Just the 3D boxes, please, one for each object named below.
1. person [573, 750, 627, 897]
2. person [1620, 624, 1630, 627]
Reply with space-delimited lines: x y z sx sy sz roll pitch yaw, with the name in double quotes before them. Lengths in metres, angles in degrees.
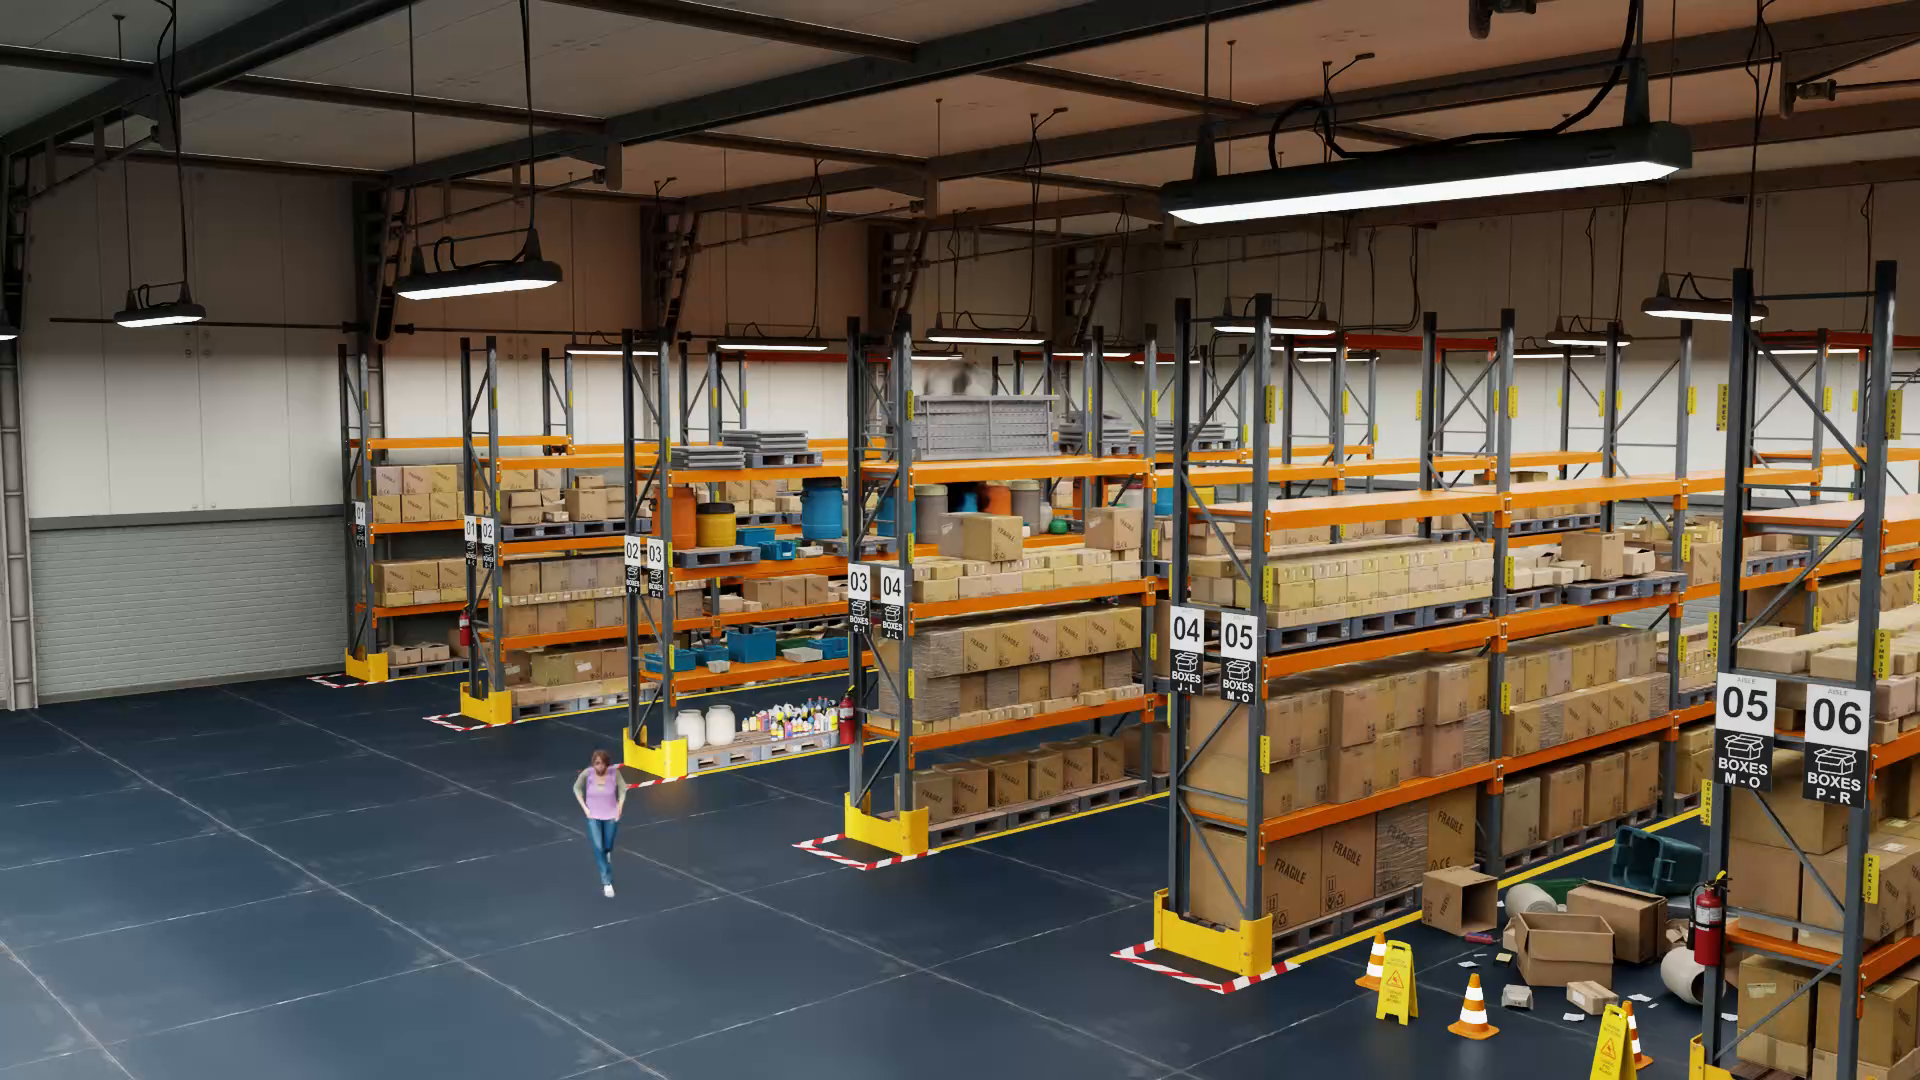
"person" -3.729 2.880 17.283 0.541 1.546 0.833 -1 5 -8
"person" 9.850 2.111 24.644 0.709 1.765 0.824 5 7 42
